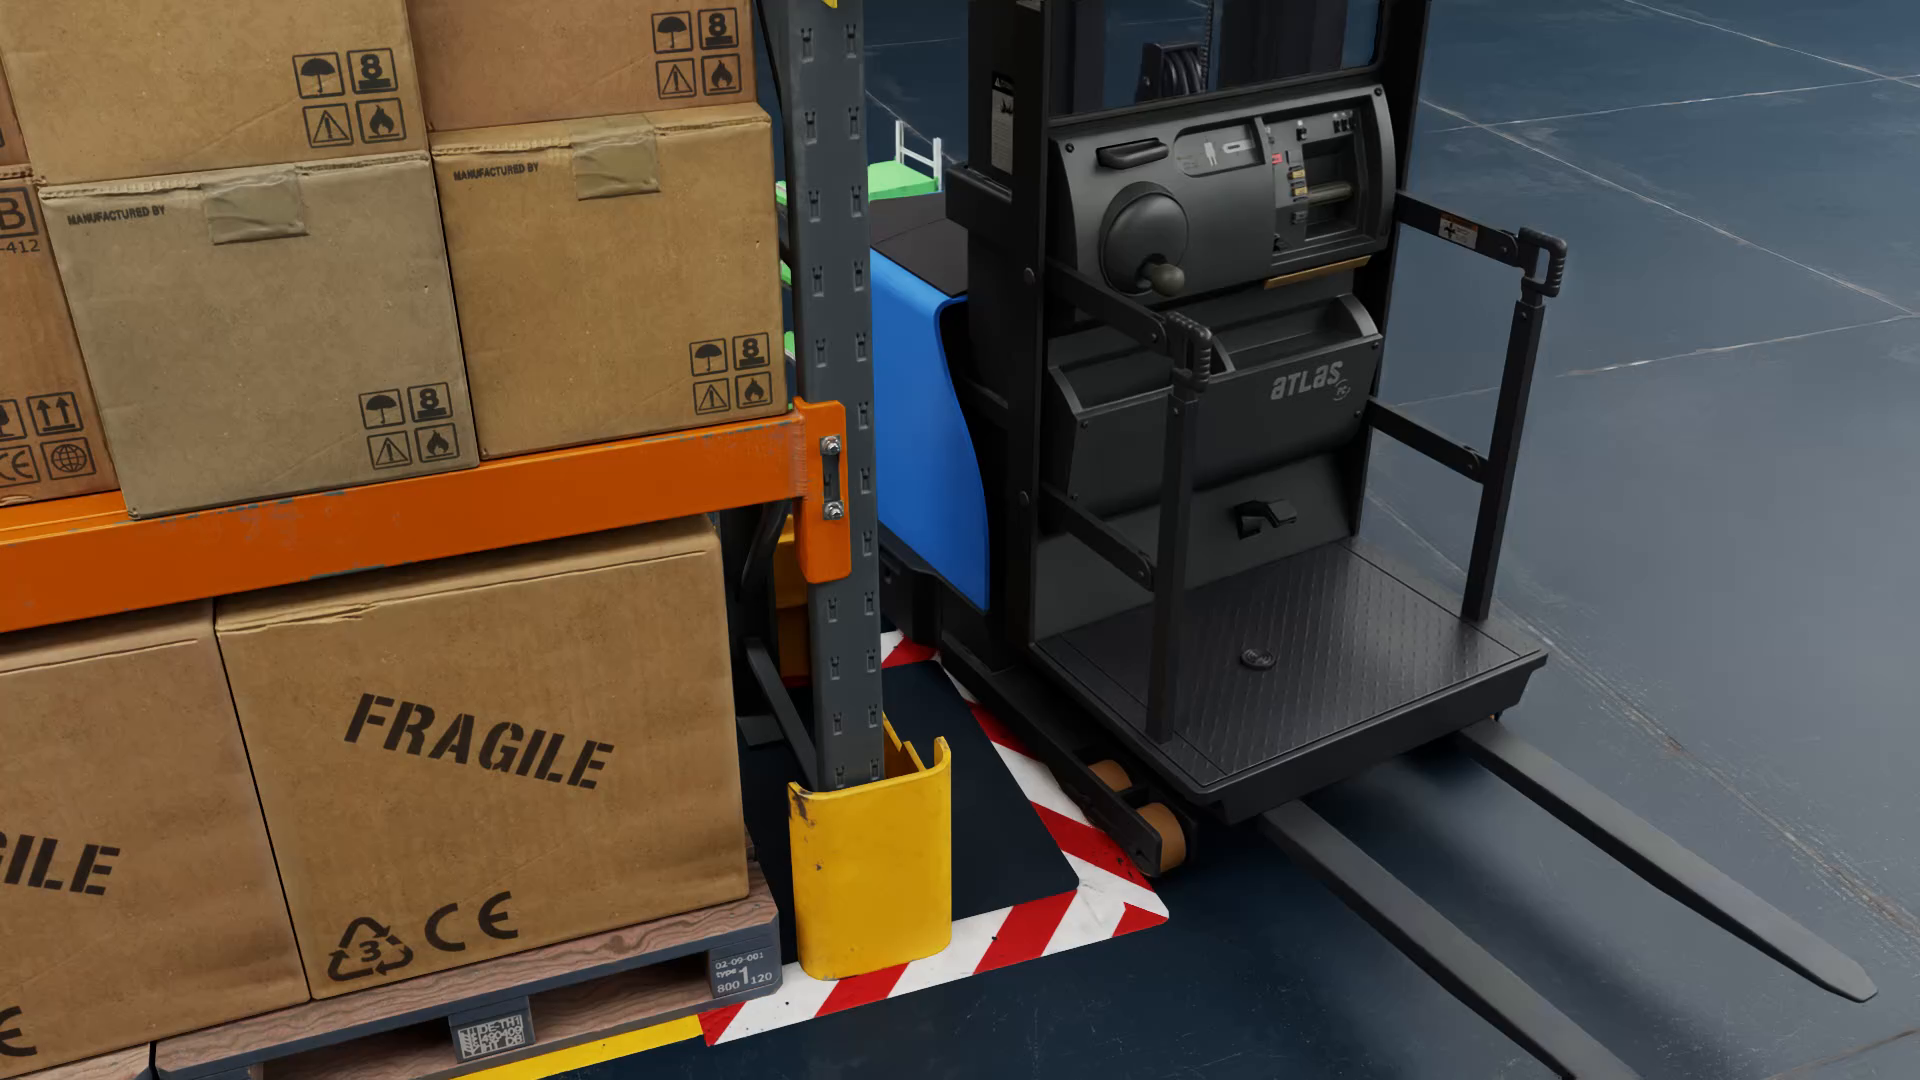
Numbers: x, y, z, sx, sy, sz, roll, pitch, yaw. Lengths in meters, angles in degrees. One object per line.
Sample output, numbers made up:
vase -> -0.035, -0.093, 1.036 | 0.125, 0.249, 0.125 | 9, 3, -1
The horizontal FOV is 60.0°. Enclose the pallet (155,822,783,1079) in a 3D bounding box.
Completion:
pallet -> -1.109, 0.746, 3.728 | 1.213, 0.211, 1.003 | -10, 31, -18

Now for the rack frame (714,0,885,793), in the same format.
rack frame -> -0.387, -0.640, 3.343 | 0.127, 3.000, 1.000 | -10, 31, -18

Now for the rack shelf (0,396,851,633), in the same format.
rack shelf -> -2.262, 0.018, 2.915 | 4.000, 0.370, 1.077 | -10, 31, -18

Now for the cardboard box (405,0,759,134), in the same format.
cardboard box -> -0.749, -1.128, 2.958 | 0.550, 0.550, 0.875 | -10, 31, -18

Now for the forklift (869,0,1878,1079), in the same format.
forklift -> 0.734, -0.755, 3.615 | 1.130, 2.935, 3.031 | -17, 34, -27

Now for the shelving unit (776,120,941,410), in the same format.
shelving unit -> -0.332, -0.642, 5.164 | 0.503, 1.200, 0.258 | -18, 34, -28

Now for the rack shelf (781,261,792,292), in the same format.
rack shelf -> -0.332, -0.795, 5.077 | 0.480, 0.148, 0.258 | -18, 34, -28

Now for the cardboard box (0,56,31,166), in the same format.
cardboard box -> -1.804, -0.957, 2.657 | 0.550, 0.550, 0.875 | -10, 31, -18

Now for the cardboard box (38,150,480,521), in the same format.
cardboard box -> -1.227, -0.515, 2.972 | 0.550, 0.550, 0.875 | -10, 31, -18

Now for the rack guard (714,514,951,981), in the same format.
rack guard -> -0.365, 0.442, 3.969 | 0.348, 0.500, 1.175 | -10, 31, -18

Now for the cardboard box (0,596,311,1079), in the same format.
cardboard box -> -1.824, 0.401, 3.238 | 0.875, 0.875, 0.875 | -11, 31, -18

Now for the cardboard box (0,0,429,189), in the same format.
cardboard box -> -1.232, -0.991, 2.716 | 0.550, 0.550, 0.875 | -10, 31, -18

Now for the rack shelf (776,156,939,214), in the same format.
rack shelf -> -0.332, -1.003, 4.959 | 0.480, 0.148, 0.258 | -18, 34, -28

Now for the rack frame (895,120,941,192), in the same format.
rack frame -> -0.126, -0.707, 5.279 | 0.015, 1.200, 0.240 | -18, 34, -28

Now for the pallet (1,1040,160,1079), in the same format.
pallet -> -2.251, 0.955, 3.361 | 1.213, 0.211, 1.003 | -10, 31, -18

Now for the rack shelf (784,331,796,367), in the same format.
rack shelf -> -0.332, -0.586, 5.196 | 0.480, 0.148, 0.258 | -18, 34, -28

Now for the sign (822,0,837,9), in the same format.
sign -> -0.211, -0.992, 2.552 | 0.005, 0.325, 0.100 | -10, 31, -18

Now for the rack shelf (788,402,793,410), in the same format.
rack shelf -> -0.332, -0.378, 5.315 | 0.480, 0.148, 0.258 | -18, 34, -28

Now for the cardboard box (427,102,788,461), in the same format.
cardboard box -> -0.719, -0.620, 3.157 | 0.550, 0.550, 0.875 | -10, 31, -18

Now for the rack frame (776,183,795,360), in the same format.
rack frame -> -0.537, -0.577, 5.050 | 0.015, 1.200, 0.240 | -18, 34, -28

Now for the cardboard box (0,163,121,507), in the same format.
cardboard box -> -1.796, -0.477, 2.905 | 0.550, 0.550, 0.875 | -10, 31, -18

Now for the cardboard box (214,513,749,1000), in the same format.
cardboard box -> -1.000, 0.248, 3.506 | 0.875, 0.875, 0.875 | -10, 31, -17
